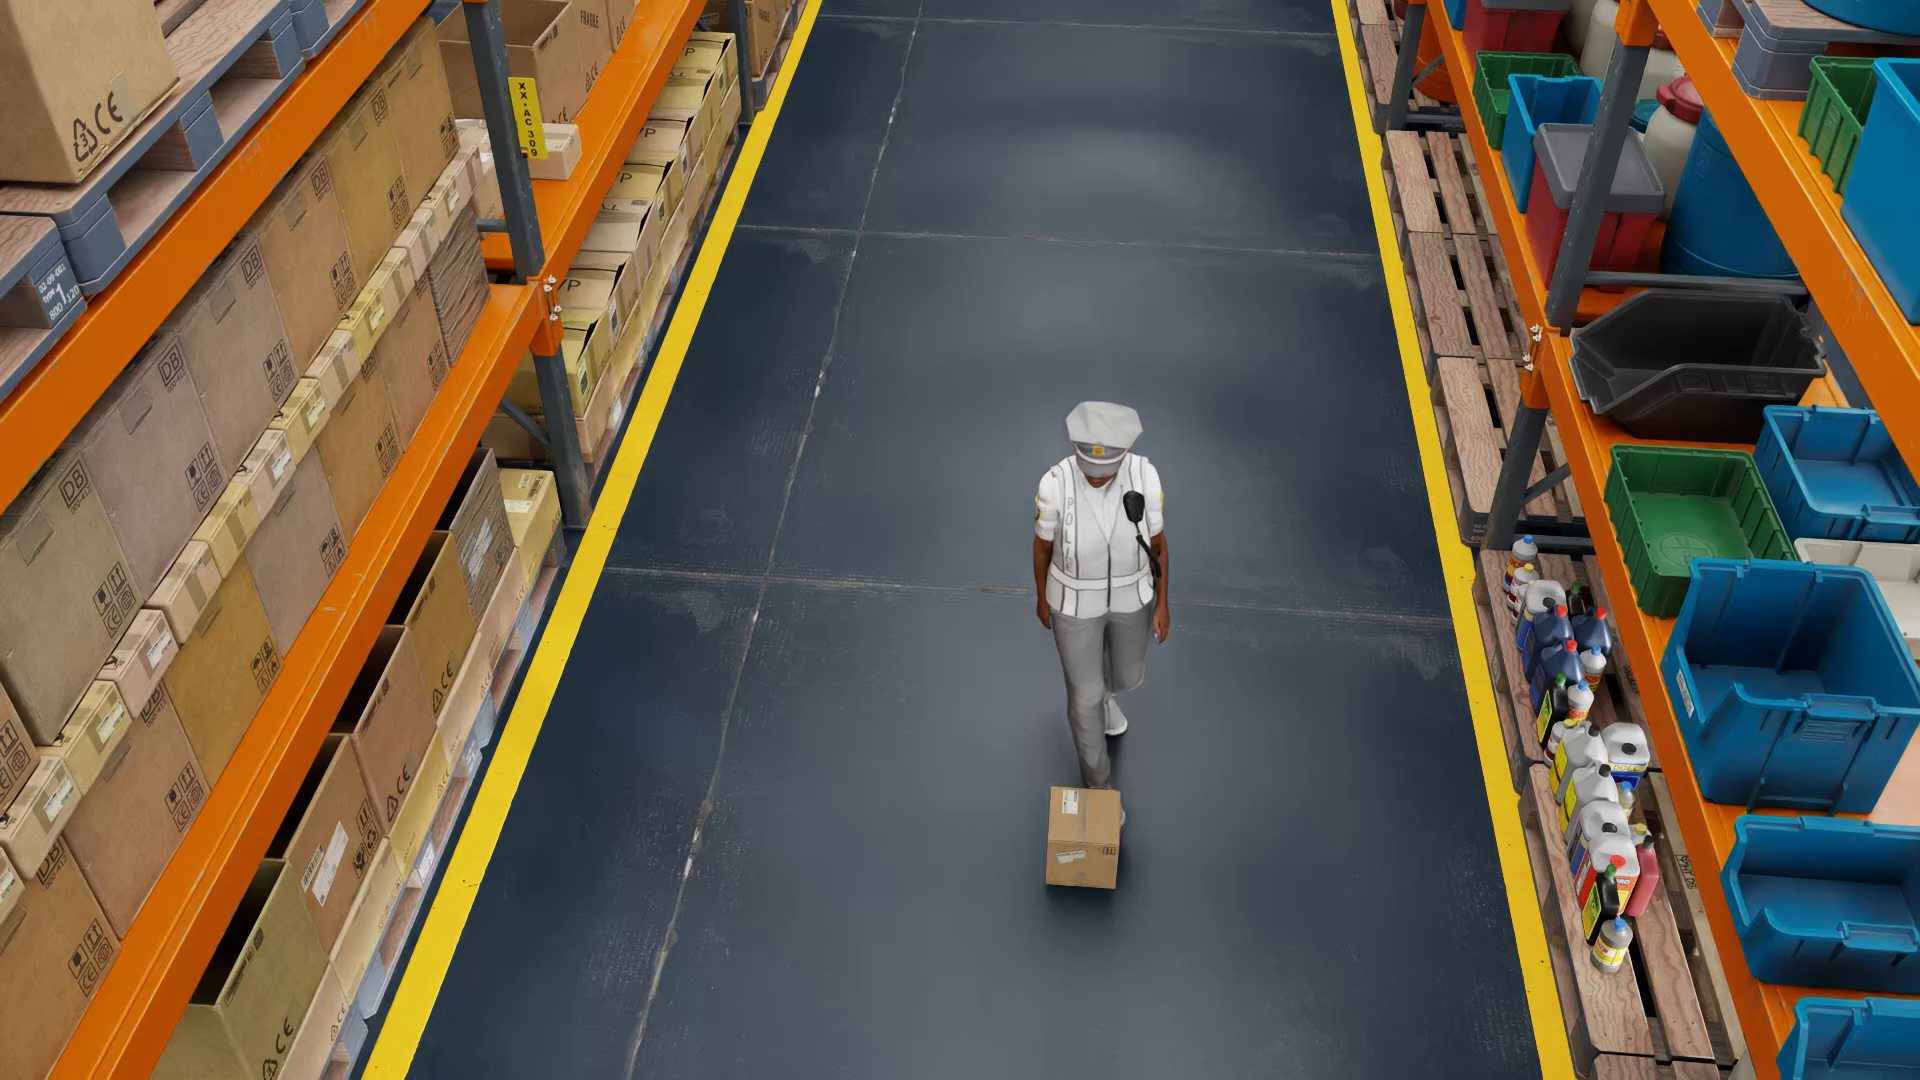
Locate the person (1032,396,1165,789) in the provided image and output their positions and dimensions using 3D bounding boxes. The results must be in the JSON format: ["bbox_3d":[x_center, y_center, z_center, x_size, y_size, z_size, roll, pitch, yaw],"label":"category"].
[{"bbox_3d":[0.504,0.246,5.839,0.507,1.655,0.473,-1,40,-1],"label":"person"}]
